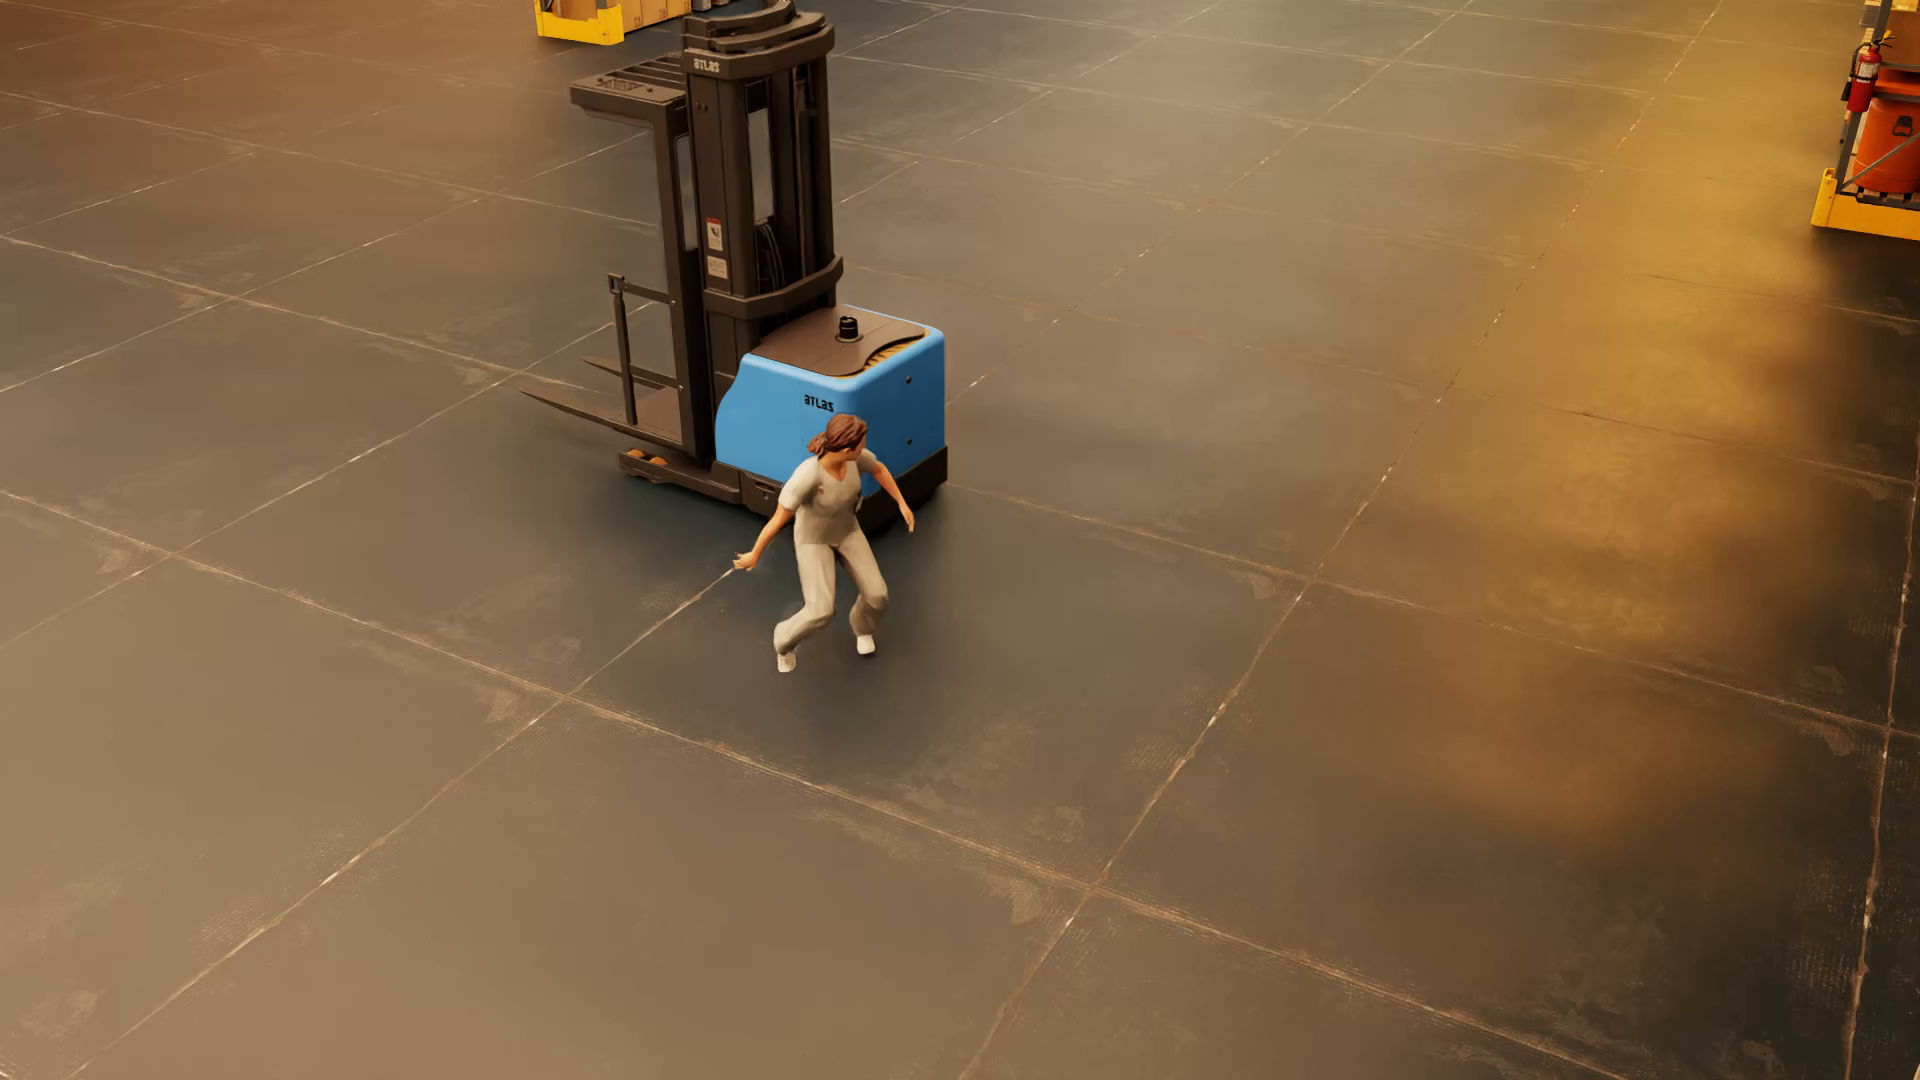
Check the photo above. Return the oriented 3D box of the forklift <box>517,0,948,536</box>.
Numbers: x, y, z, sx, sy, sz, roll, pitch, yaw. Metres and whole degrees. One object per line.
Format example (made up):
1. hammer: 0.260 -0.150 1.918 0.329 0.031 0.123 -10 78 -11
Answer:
1. forklift: -1.585 -1.827 10.237 3.031 2.935 1.130 19 35 29

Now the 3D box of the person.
1. person: -0.685 0.037 8.492 0.885 1.548 0.456 -22 36 -33
